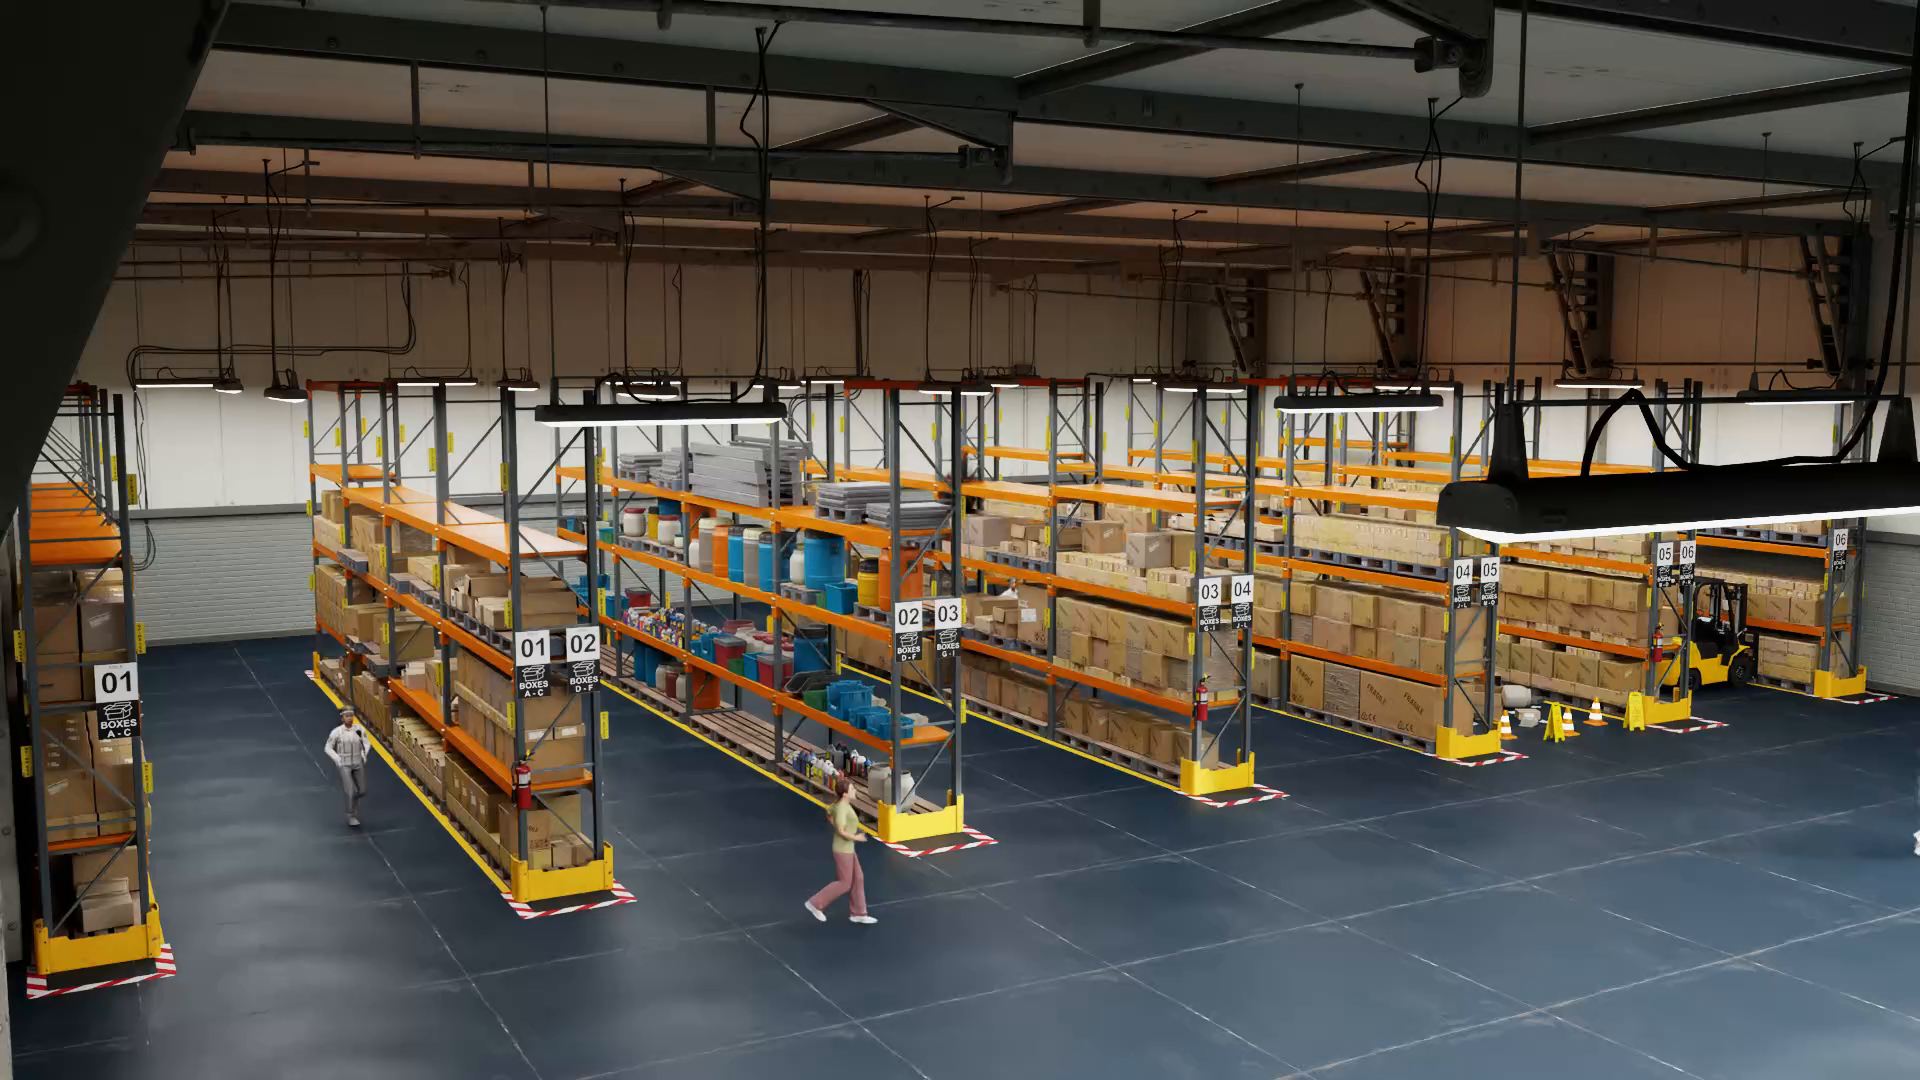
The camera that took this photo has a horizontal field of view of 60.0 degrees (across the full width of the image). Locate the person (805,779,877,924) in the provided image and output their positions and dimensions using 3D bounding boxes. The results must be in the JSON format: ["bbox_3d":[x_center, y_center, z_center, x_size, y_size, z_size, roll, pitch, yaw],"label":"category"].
[{"bbox_3d":[-1.347,3.519,18.741,0.816,1.679,0.601,-1,6,-6],"label":"person"}]

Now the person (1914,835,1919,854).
[{"bbox_3d":[12.593,3.244,21.356,0.569,1.637,0.573,0,6,4],"label":"person"}]

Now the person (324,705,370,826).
[{"bbox_3d":[-8.399,3.080,22.874,0.614,1.647,0.540,-4,7,-35],"label":"person"}]

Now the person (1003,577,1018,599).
[{"bbox_3d":[1.145,1.629,36.331,0.622,1.705,0.755,-3,7,-24],"label":"person"}]
